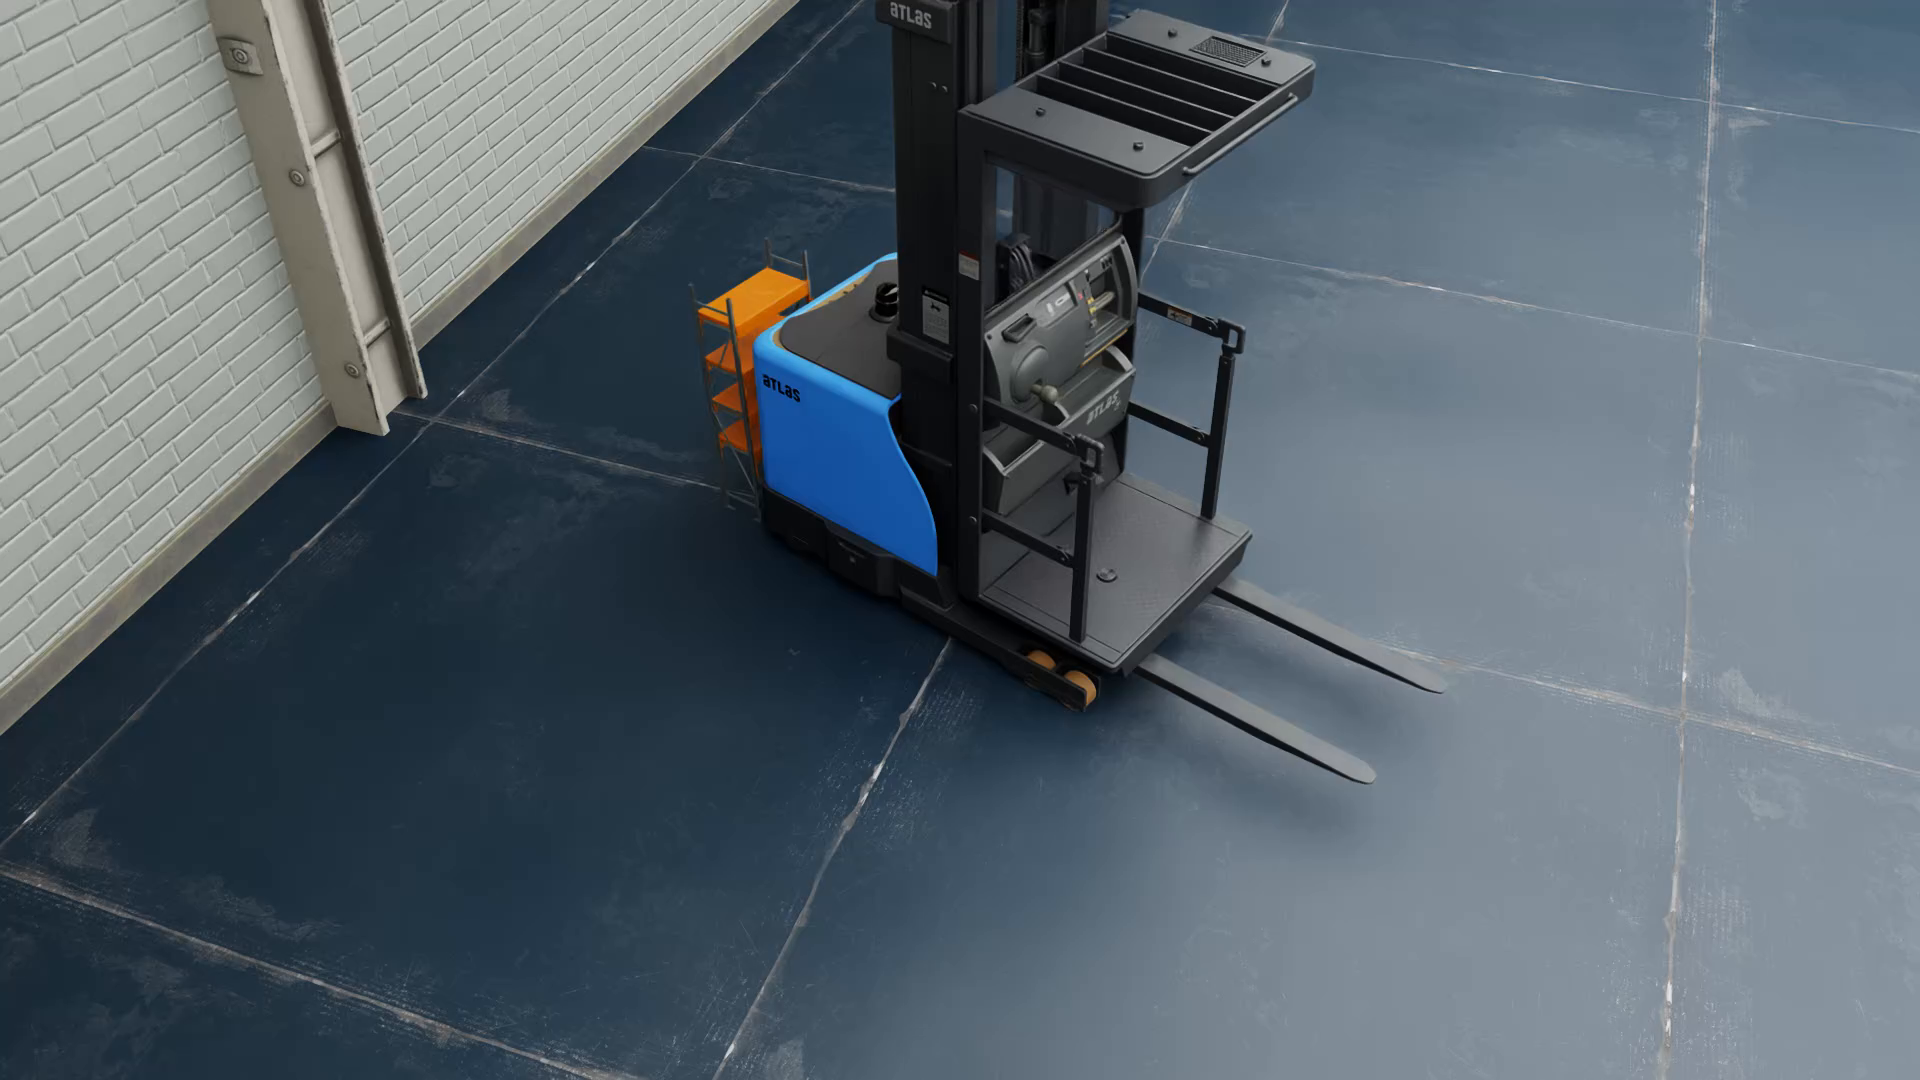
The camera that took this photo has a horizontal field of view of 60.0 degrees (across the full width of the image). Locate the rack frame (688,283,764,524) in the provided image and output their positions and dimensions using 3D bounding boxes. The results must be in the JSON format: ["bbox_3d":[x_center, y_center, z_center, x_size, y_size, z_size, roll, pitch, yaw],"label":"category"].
[{"bbox_3d":[-1.042,-0.589,7.459,0.240,1.200,0.015,23,46,29],"label":"rack frame"}]

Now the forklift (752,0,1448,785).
[{"bbox_3d":[0.569,-0.802,6.386,3.031,2.935,1.130,27,47,28],"label":"forklift"}]

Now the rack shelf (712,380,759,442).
[{"bbox_3d":[-0.893,-0.664,7.650,0.258,0.148,0.480,23,46,29],"label":"rack shelf"}]

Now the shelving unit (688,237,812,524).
[{"bbox_3d":[-0.896,-0.716,7.608,0.258,1.200,0.503,23,46,29],"label":"shelving unit"}]

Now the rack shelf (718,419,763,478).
[{"bbox_3d":[-0.885,-0.509,7.774,0.258,0.148,0.480,23,46,29],"label":"rack shelf"}]

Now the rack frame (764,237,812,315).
[{"bbox_3d":[-0.750,-0.843,7.757,0.240,1.200,0.015,23,46,29],"label":"rack frame"}]

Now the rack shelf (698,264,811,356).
[{"bbox_3d":[-0.913,-1.023,7.363,0.258,0.148,0.480,23,46,29],"label":"rack shelf"}]

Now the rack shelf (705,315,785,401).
[{"bbox_3d":[-0.903,-0.838,7.511,0.258,0.148,0.480,23,46,29],"label":"rack shelf"}]

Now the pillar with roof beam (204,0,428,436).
[{"bbox_3d":[1.088,-3.141,4.452,9.100,9.000,0.400,13,42,15],"label":"pillar with roof beam"}]
